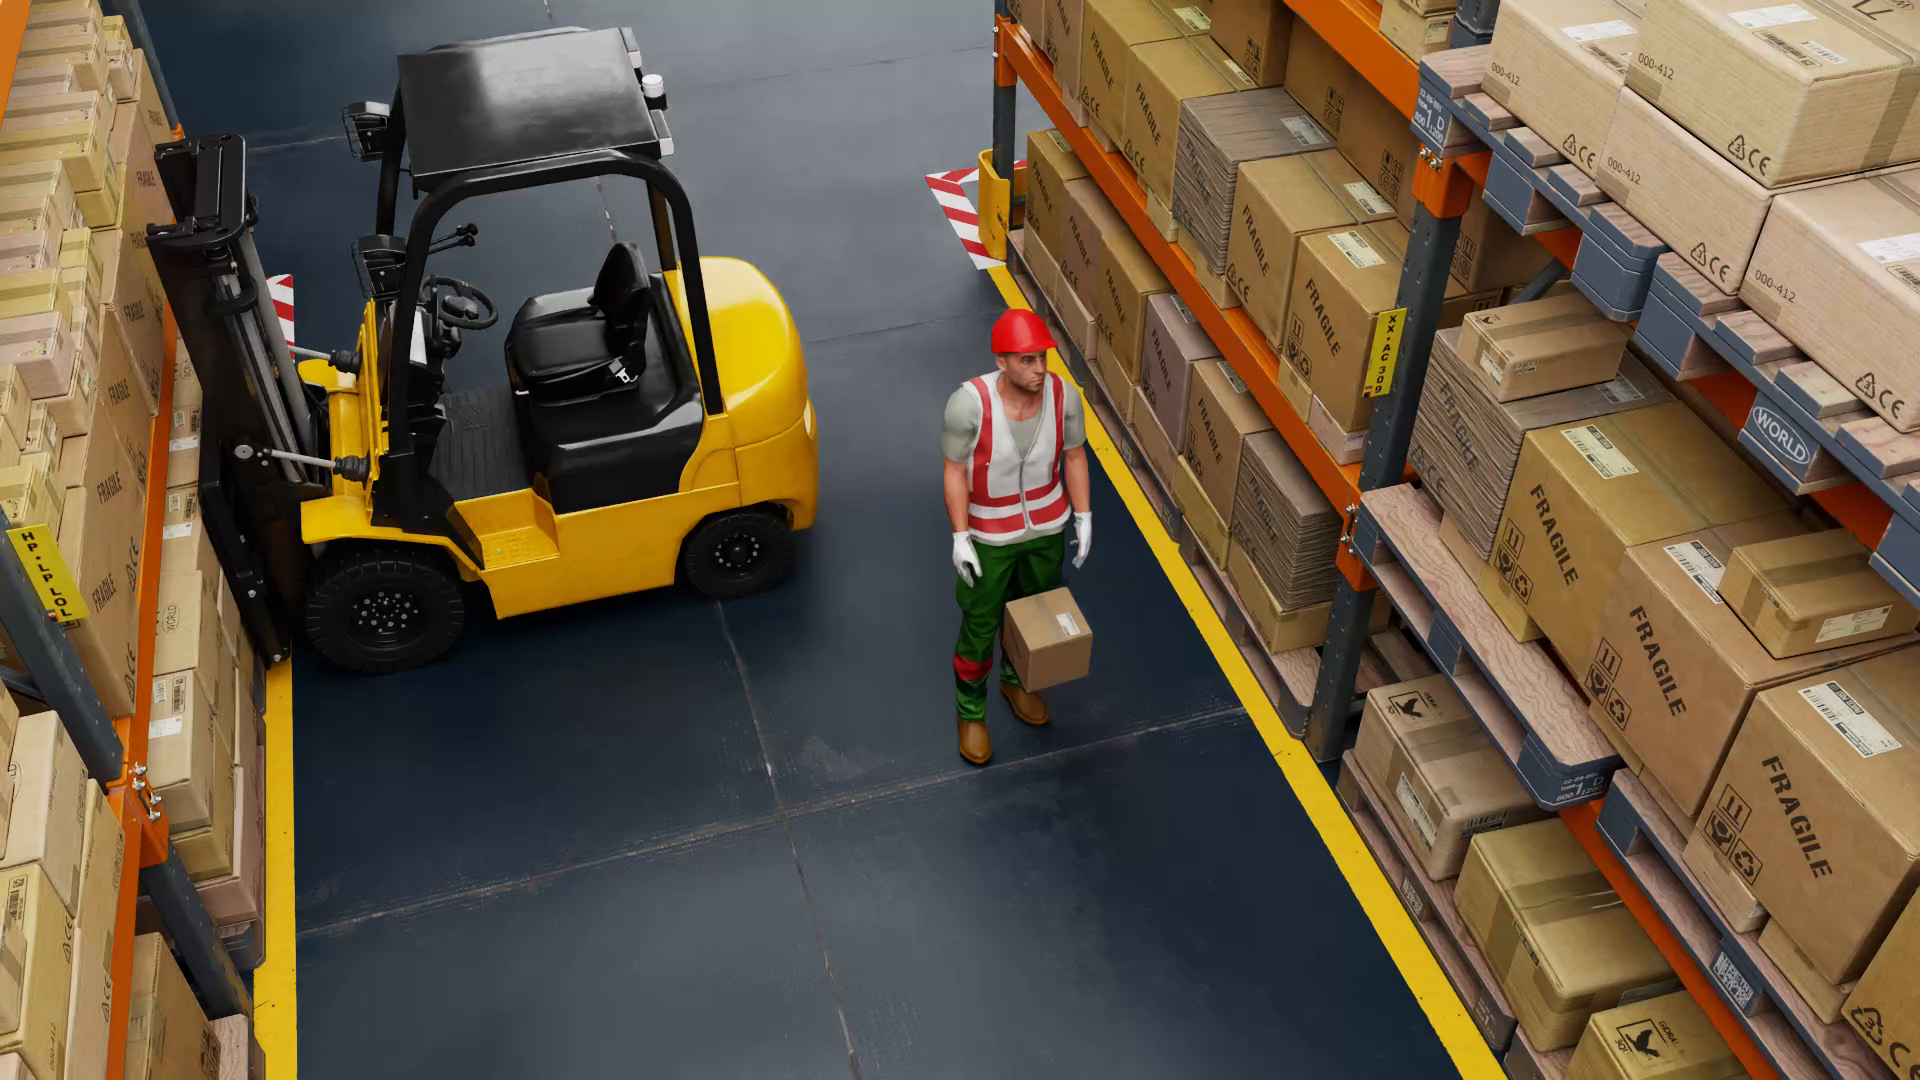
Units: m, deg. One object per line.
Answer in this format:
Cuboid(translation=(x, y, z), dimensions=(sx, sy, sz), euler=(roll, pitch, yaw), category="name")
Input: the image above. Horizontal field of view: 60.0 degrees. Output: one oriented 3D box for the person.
Cuboid(translation=(0.219, -0.004, 6.135), dimensions=(0.597, 1.789, 0.562), euler=(-13, 43, -14), category="person")
